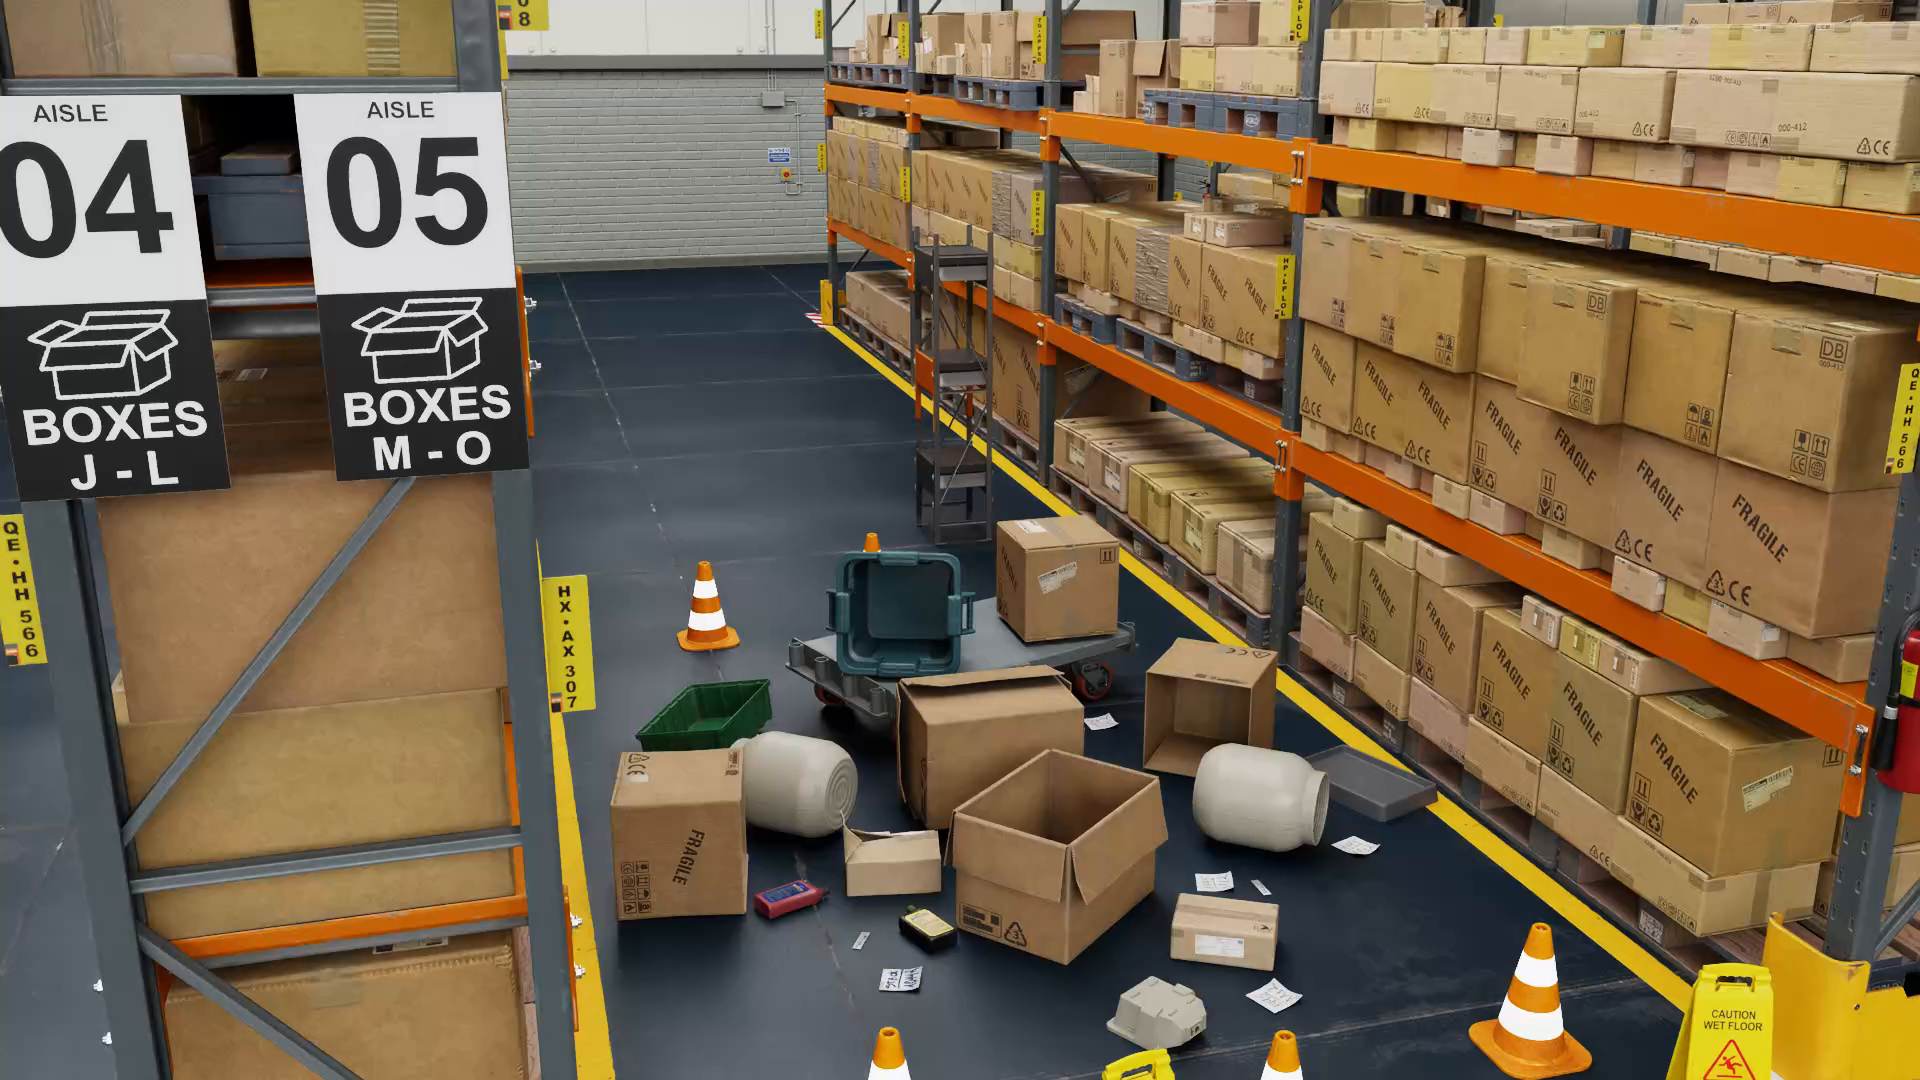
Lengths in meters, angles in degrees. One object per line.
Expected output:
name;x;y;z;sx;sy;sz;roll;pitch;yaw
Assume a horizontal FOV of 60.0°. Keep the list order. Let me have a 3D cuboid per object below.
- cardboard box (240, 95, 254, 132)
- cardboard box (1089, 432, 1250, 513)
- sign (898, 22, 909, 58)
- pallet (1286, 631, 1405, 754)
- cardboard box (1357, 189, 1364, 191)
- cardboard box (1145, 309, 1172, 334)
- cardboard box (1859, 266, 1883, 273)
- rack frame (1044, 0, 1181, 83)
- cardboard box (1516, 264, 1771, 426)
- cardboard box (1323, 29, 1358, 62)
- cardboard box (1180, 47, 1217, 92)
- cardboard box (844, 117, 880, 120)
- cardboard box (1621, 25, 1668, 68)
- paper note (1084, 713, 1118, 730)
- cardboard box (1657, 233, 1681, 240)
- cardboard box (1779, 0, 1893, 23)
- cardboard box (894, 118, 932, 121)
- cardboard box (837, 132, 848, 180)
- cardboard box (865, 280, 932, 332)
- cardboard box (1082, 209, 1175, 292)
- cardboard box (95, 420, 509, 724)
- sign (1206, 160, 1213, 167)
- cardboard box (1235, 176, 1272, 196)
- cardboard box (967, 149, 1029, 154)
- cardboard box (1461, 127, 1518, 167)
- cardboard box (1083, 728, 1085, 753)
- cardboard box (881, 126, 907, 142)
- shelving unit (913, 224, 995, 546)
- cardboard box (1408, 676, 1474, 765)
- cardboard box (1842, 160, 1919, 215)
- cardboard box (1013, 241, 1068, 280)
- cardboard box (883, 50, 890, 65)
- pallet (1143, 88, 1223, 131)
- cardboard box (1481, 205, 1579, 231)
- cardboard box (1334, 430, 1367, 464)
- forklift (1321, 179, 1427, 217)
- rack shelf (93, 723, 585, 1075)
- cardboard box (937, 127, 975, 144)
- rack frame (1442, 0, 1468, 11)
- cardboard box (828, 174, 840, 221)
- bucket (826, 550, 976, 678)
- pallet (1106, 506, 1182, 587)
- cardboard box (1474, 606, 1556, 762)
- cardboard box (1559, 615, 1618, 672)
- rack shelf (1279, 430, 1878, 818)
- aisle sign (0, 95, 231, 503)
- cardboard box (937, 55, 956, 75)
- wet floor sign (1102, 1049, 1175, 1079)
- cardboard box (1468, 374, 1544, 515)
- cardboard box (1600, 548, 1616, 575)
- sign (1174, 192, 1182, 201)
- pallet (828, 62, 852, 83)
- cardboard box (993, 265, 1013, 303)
cardboard box;-2.126;-1.178;4.479;0.380;0.149;0.250;-5;17;-16
cardboard box;1.461;-0.480;11.675;0.950;0.372;0.625;-5;17;-16
sign;-0.528;-4.683;15.576;0.100;0.325;0.005;-5;17;-15
pallet;2.422;0.727;8.666;1.003;0.211;1.213;-5;17;-15
cardboard box;4.756;-3.765;18.517;0.500;0.250;0.500;-5;17;-16
cardboard box;1.412;-1.424;10.684;0.380;0.149;0.250;-4;17;-14
cardboard box;6.351;-1.902;11.270;0.380;0.149;0.250;-5;17;-17
rack frame;1.104;-4.772;11.695;1.000;3.000;0.127;-5;17;-15
cardboard box;2.582;-0.752;6.313;0.700;0.500;0.500;-5;17;-16
cardboard box;1.976;-2.377;7.988;0.380;0.149;0.250;-5;17;-16
cardboard box;1.630;-2.789;9.841;0.500;0.250;0.500;-4;17;-15
cardboard box;-1.122;-4.762;19.051;0.380;0.149;0.250;-4;17;-14
cardboard box;2.677;-1.814;6.115;0.380;0.149;0.250;-5;17;-17
paper note;0.709;0.912;8.364;0.148;0.019;0.142;-5;17;-15
cardboard box;5.755;-2.465;13.144;0.380;0.149;0.250;-4;17;-14
cardboard box;6.120;-3.524;11.678;0.500;0.500;0.500;-4;17;-14
cardboard box;-0.529;-4.659;18.710;0.380;0.149;0.250;-4;17;-14
cardboard box;-1.087;-4.340;18.775;0.500;0.500;0.500;-5;17;-17
cardboard box;-0.557;-2.658;18.811;0.875;0.438;0.875;-4;17;-14
cardboard box;1.155;-2.003;11.487;0.500;0.500;0.500;-4;17;-12
cardboard box;-1.494;0.039;3.970;0.875;0.550;0.550;-5;17;-15
sign;3.156;-4.876;20.967;0.100;0.325;0.005;-5;17;-15
cardboard box;3.682;-4.289;20.260;0.500;0.250;0.500;-5;17;-15
cardboard box;0.369;-3.428;15.738;0.500;0.500;0.500;-4;17;-13
cardboard box;2.323;-1.639;6.917;0.380;0.149;0.250;-5;17;-16
cardboard box;0.364;0.913;7.953;0.396;0.266;0.258;11;20;32
cardboard box;-0.603;-4.188;17.142;0.380;0.149;0.250;-5;17;-16
shelving unit;-0.045;-1.051;11.302;0.431;2.100;0.503;-5;17;-15
cardboard box;2.412;0.802;7.619;0.500;0.250;0.500;-5;17;-16
cardboard box;2.936;-1.078;5.051;0.380;0.149;0.250;-5;17;-15
cardboard box;0.727;-2.180;12.887;0.500;0.250;0.500;-5;17;-15
cardboard box;-0.551;-4.795;16.518;0.380;0.149;0.250;-4;17;-14
pallet;1.848;-2.604;10.021;1.213;0.211;1.003;-5;17;-15
cardboard box;5.249;-2.979;15.247;0.797;0.503;0.637;-5;17;-17
cardboard box;2.101;-0.493;8.317;0.380;0.149;0.250;-4;17;-14
forklift;3.530;-2.237;13.804;1.130;2.935;3.031;-7;18;-23
rack shelf;-1.978;0.525;5.740;1.077;0.370;4.000;-5;17;-15
cardboard box;-0.029;-4.087;16.805;0.380;0.149;0.250;-5;17;-16
rack frame;4.777;-6.271;16.688;1.000;3.000;0.127;-5;17;-15
cardboard box;-1.238;-4.004;19.393;0.500;0.500;0.500;-5;17;-16
bucket;-0.274;0.323;8.212;0.726;0.611;0.620;1;7;4
pallet;1.649;-0.010;11.118;1.003;0.211;1.213;-5;17;-15
cardboard box;2.553;0.586;7.034;0.500;0.500;0.500;-5;17;-17
cardboard box;2.600;0.393;6.547;0.380;0.149;0.250;-4;17;-14
rack shelf;2.753;0.106;7.136;1.077;0.370;4.000;-5;17;-15
aisle sign;-1.698;-0.468;3.277;0.394;0.787;0.004;-5;17;-15
cardboard box;0.016;-4.153;14.526;0.380;0.166;0.250;-6;18;-19
wet floor sign;0.483;1.713;4.628;0.267;0.644;0.232;-8;18;-25
cardboard box;2.500;-0.423;6.957;0.500;0.500;0.500;-4;17;-15
cardboard box;2.733;0.064;6.463;0.380;0.149;0.250;-4;17;-14
sign;1.623;-2.460;12.554;0.100;0.325;0.005;-5;17;-15
pallet;-0.880;-5.301;18.825;1.003;0.211;1.213;-5;17;-15
cardboard box;0.560;-2.086;13.443;0.500;0.250;0.500;-4;17;-14
